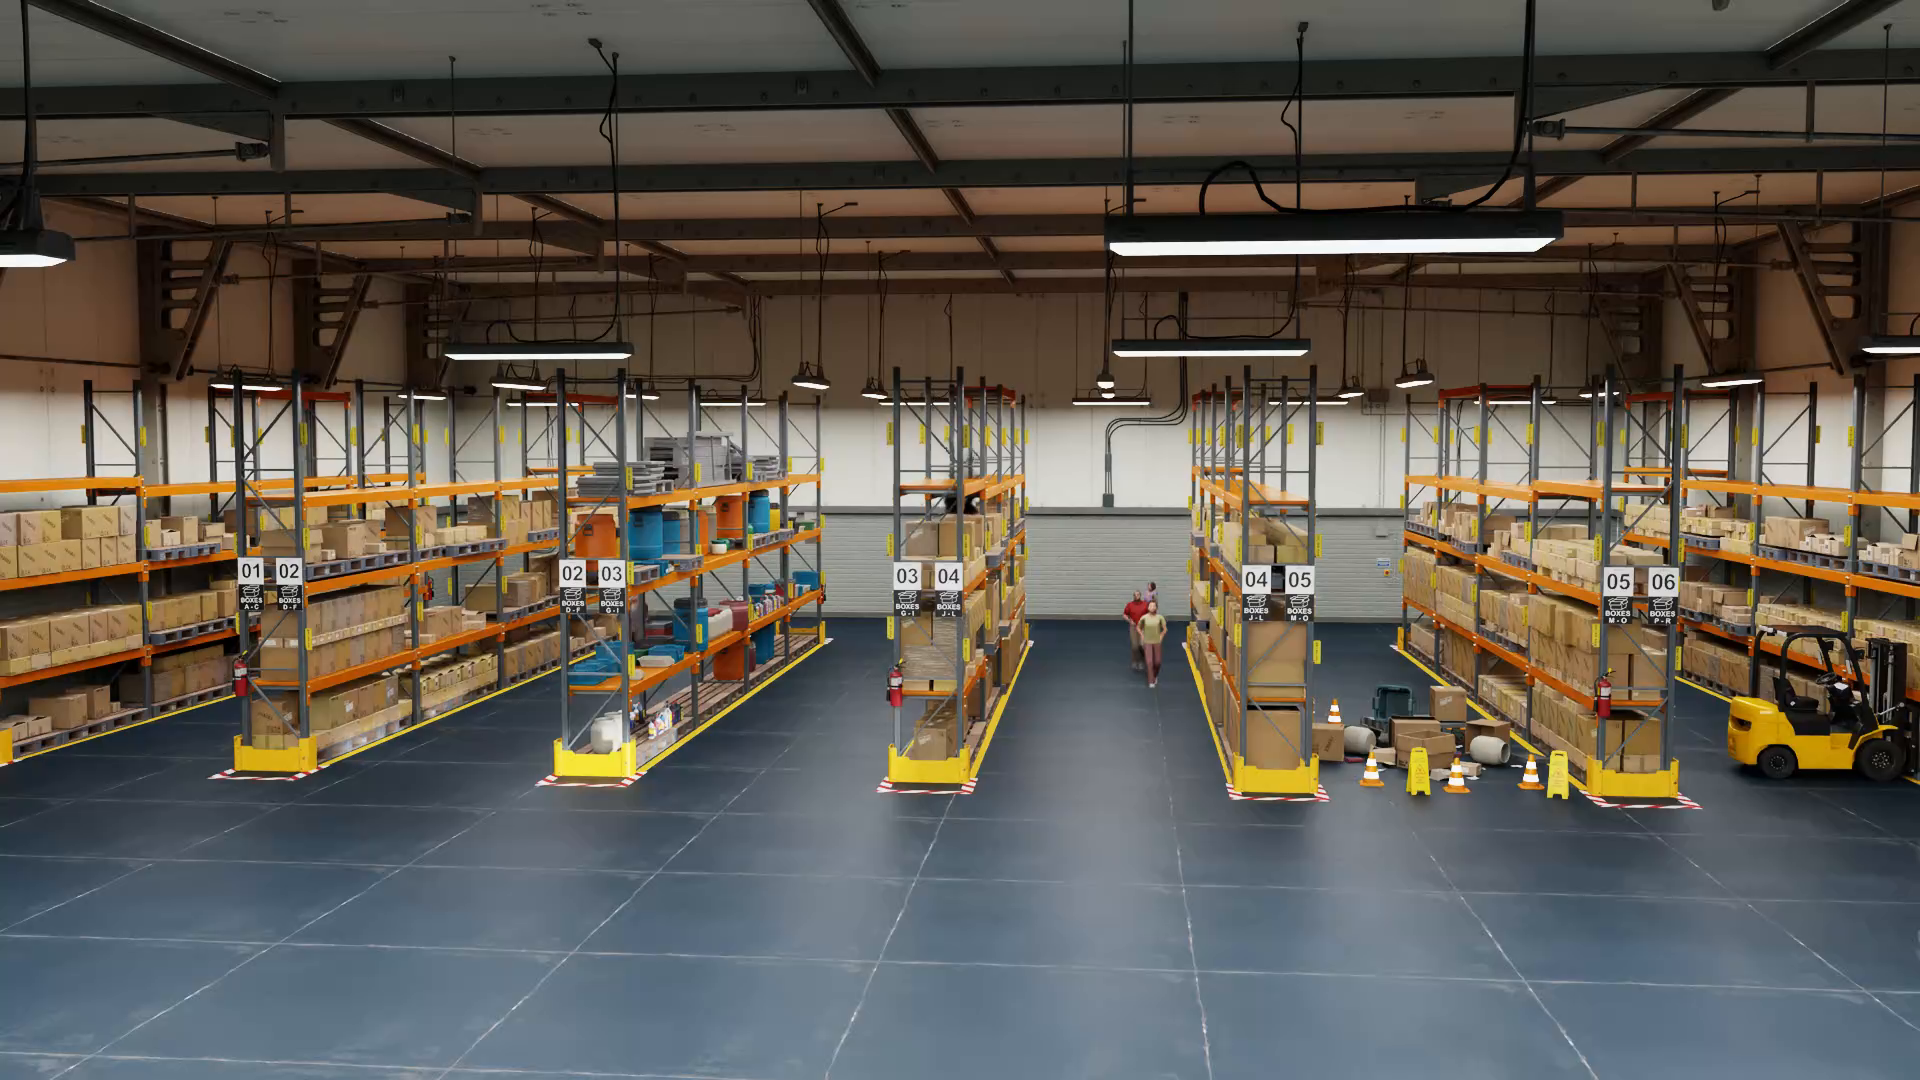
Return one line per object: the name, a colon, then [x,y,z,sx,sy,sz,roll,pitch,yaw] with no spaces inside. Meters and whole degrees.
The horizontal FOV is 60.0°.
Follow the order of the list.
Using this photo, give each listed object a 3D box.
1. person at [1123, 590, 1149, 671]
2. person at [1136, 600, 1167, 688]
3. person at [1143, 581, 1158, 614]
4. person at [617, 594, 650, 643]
person: [3.829,1.946,35.712,0.668,1.736,0.683,1,4,12]
person: [3.610,1.949,31.304,0.580,1.631,0.553,0,4,2]
person: [4.481,1.761,39.816,0.549,1.516,0.546,-3,5,-44]
person: [-6.937,1.934,35.245,0.702,1.738,0.658,0,4,-6]
